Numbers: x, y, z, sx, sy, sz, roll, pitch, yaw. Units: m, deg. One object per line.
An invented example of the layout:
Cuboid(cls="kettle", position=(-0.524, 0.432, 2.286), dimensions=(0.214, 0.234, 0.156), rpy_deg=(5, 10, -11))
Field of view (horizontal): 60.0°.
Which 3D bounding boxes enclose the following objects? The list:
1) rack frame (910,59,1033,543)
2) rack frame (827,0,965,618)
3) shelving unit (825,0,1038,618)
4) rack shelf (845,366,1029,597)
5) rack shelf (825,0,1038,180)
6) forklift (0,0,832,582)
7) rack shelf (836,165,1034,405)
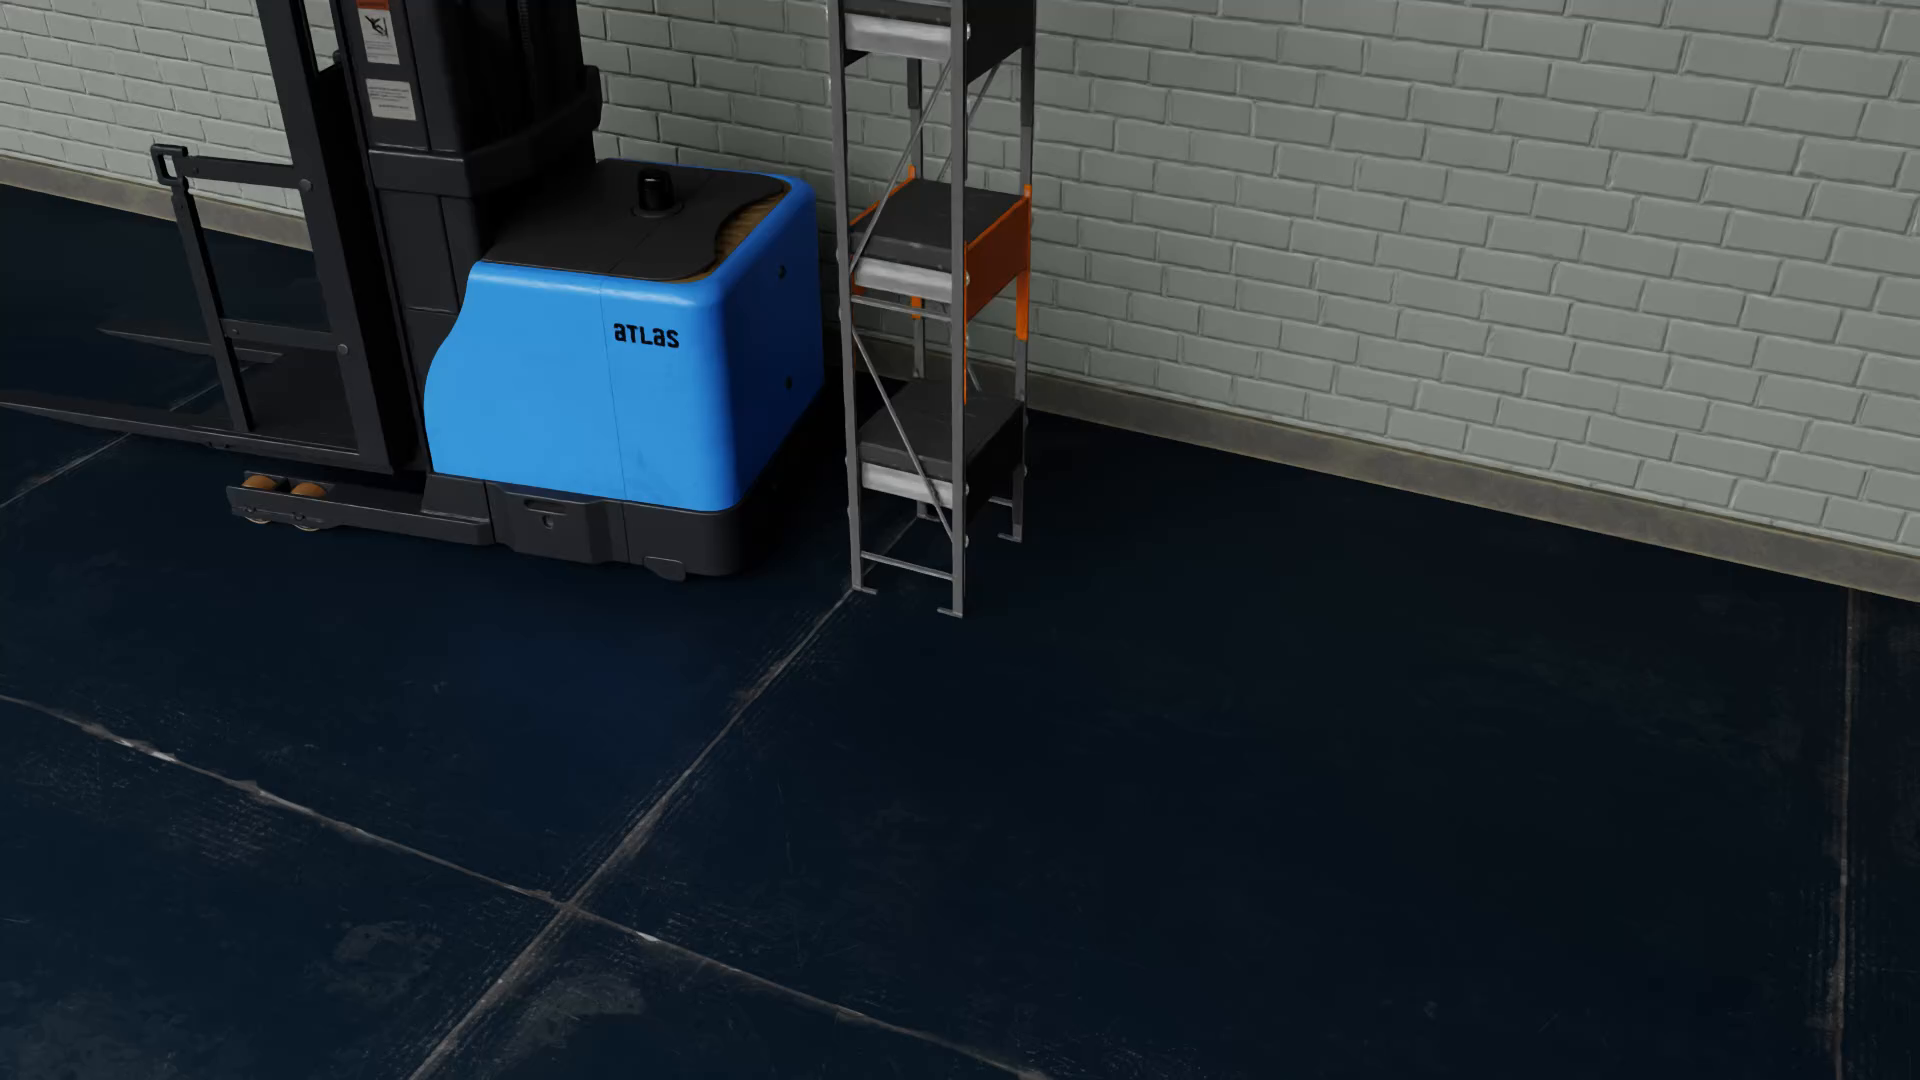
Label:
Cuboid(cls="rack frame", position=(0.033, -0.917, 5.234), dimensions=(0.400, 2.100, 0.015), rpy_deg=(14, 36, 20))
Cuboid(cls="rack frame", position=(-0.171, -0.674, 4.863), dimensions=(0.400, 2.100, 0.015), rpy_deg=(14, 36, 20))
Cuboid(cls="shelving unit", position=(-0.069, -0.796, 5.049), dimensions=(0.431, 2.100, 0.503), rpy_deg=(14, 36, 20))
Cuboid(cls="rack shelf", position=(-0.069, -0.199, 5.440), dimensions=(0.431, 0.518, 0.480), rpy_deg=(14, 36, 20))
Cuboid(cls="rack shelf", position=(-0.069, -1.370, 4.672), dimensions=(0.431, 0.518, 0.480), rpy_deg=(14, 36, 20))
Cuboid(cls="forklift", position=(-2.054, -1.525, 5.403), dimensions=(3.031, 2.935, 1.130), rpy_deg=(8, 34, 12))
Cuboid(cls="rack shelf", position=(-0.069, -0.784, 5.056), dimensions=(0.431, 0.518, 0.480), rpy_deg=(14, 36, 20))
